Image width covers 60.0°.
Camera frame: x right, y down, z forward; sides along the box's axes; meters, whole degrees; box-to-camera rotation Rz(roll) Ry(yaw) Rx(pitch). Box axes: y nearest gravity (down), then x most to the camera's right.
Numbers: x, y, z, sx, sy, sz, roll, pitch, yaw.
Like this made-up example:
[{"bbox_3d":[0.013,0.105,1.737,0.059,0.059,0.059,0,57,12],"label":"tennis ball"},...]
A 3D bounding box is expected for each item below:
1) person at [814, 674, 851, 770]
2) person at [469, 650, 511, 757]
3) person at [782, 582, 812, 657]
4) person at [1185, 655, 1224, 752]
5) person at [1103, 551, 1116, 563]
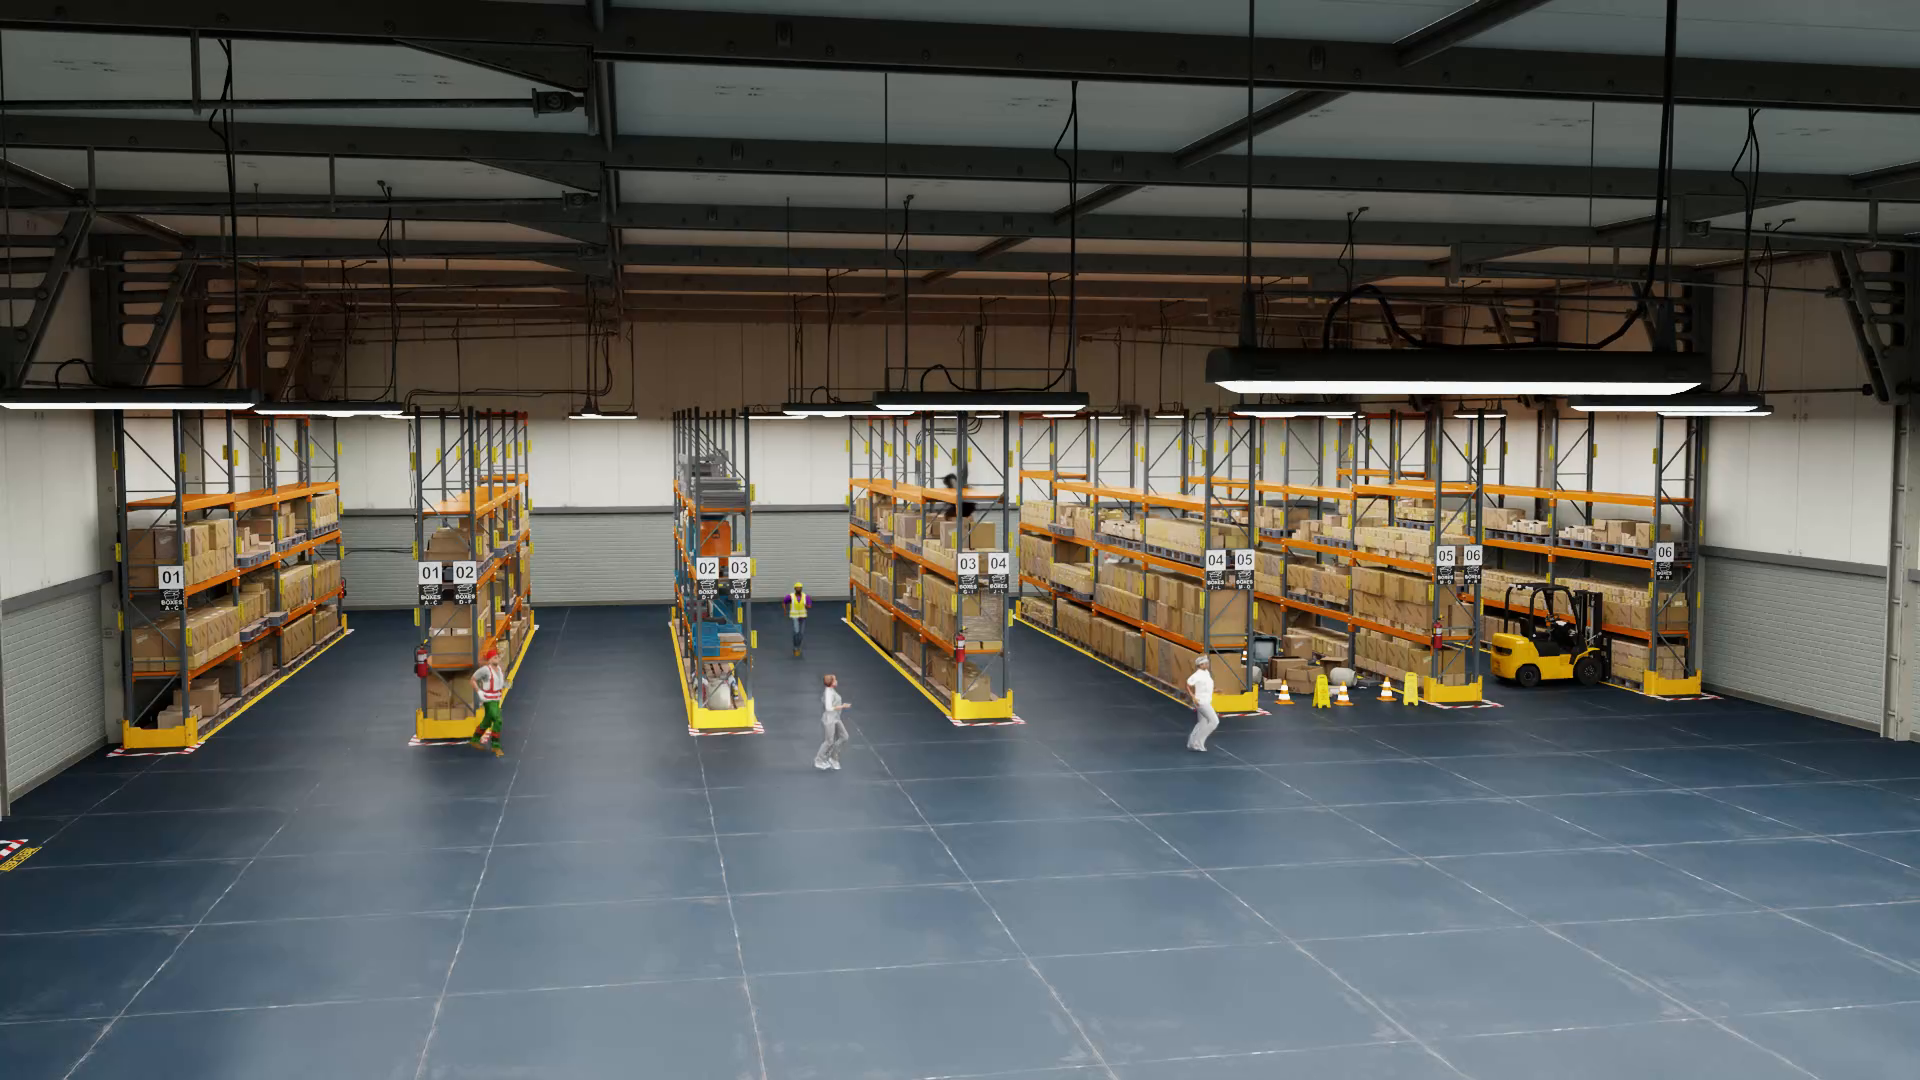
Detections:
[{"bbox_3d":[-2.079,2.987,27.253,0.639,1.608,0.517,1,4,11],"label":"person"},{"bbox_3d":[-8.106,2.800,28.648,0.779,1.848,0.656,1,4,18],"label":"person"},{"bbox_3d":[-3.968,1.944,40.752,0.669,1.829,0.777,-2,4,-22],"label":"person"},{"bbox_3d":[4.247,2.831,28.810,0.658,1.684,0.553,2,4,23],"label":"person"},{"bbox_3d":[4.578,1.253,50.478,0.988,1.840,0.729,-1,4,-8],"label":"person"}]
